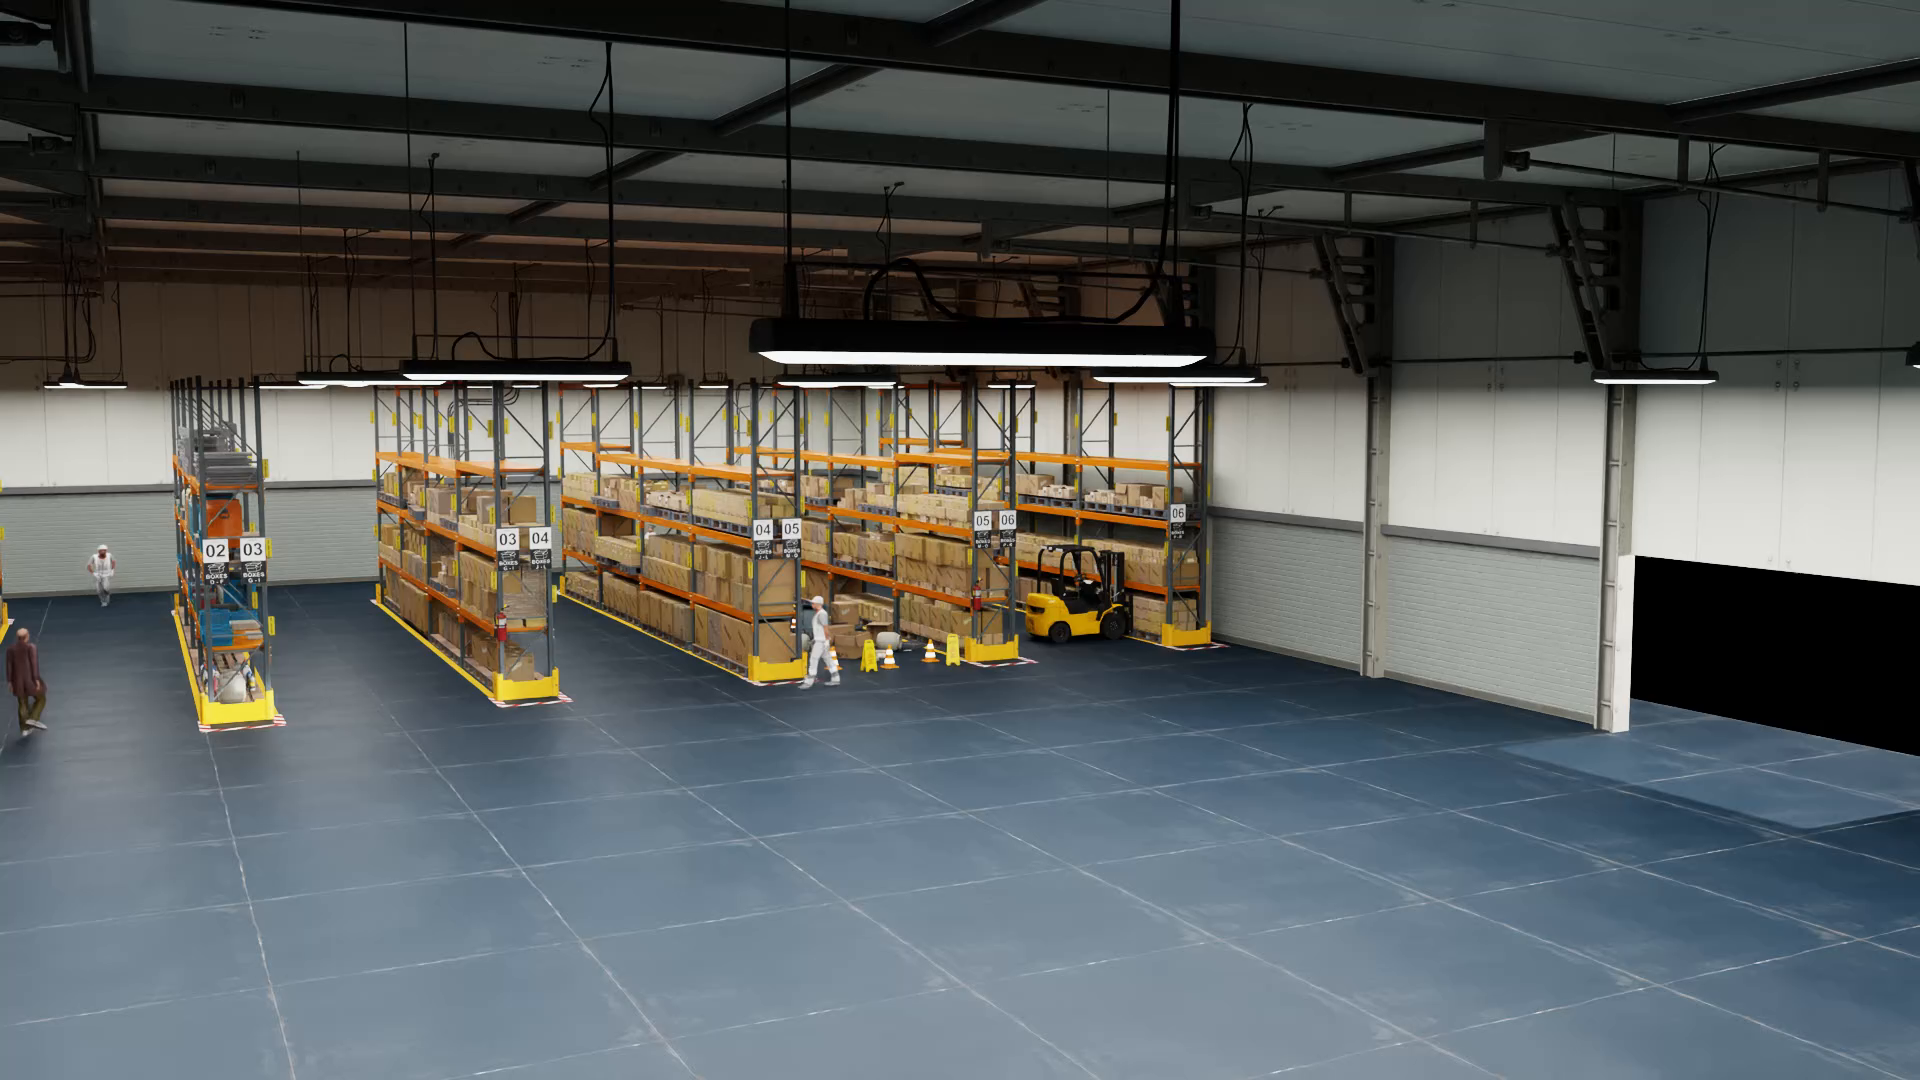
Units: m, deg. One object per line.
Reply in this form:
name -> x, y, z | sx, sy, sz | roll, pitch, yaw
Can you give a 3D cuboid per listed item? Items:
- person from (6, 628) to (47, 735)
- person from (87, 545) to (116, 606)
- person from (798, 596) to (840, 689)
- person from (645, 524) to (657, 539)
person -> -15.601, 2.364, 27.756 | 0.618, 1.768, 0.554 | -1, 5, -11
person -> -22.876, 0.950, 44.326 | 0.634, 1.676, 0.659 | -2, 5, -18
person -> -2.739, 1.968, 32.232 | 0.822, 1.765, 0.566 | 0, 5, -5
person -> -9.491, 0.320, 51.200 | 0.505, 1.676, 0.524 | 2, 6, 25
